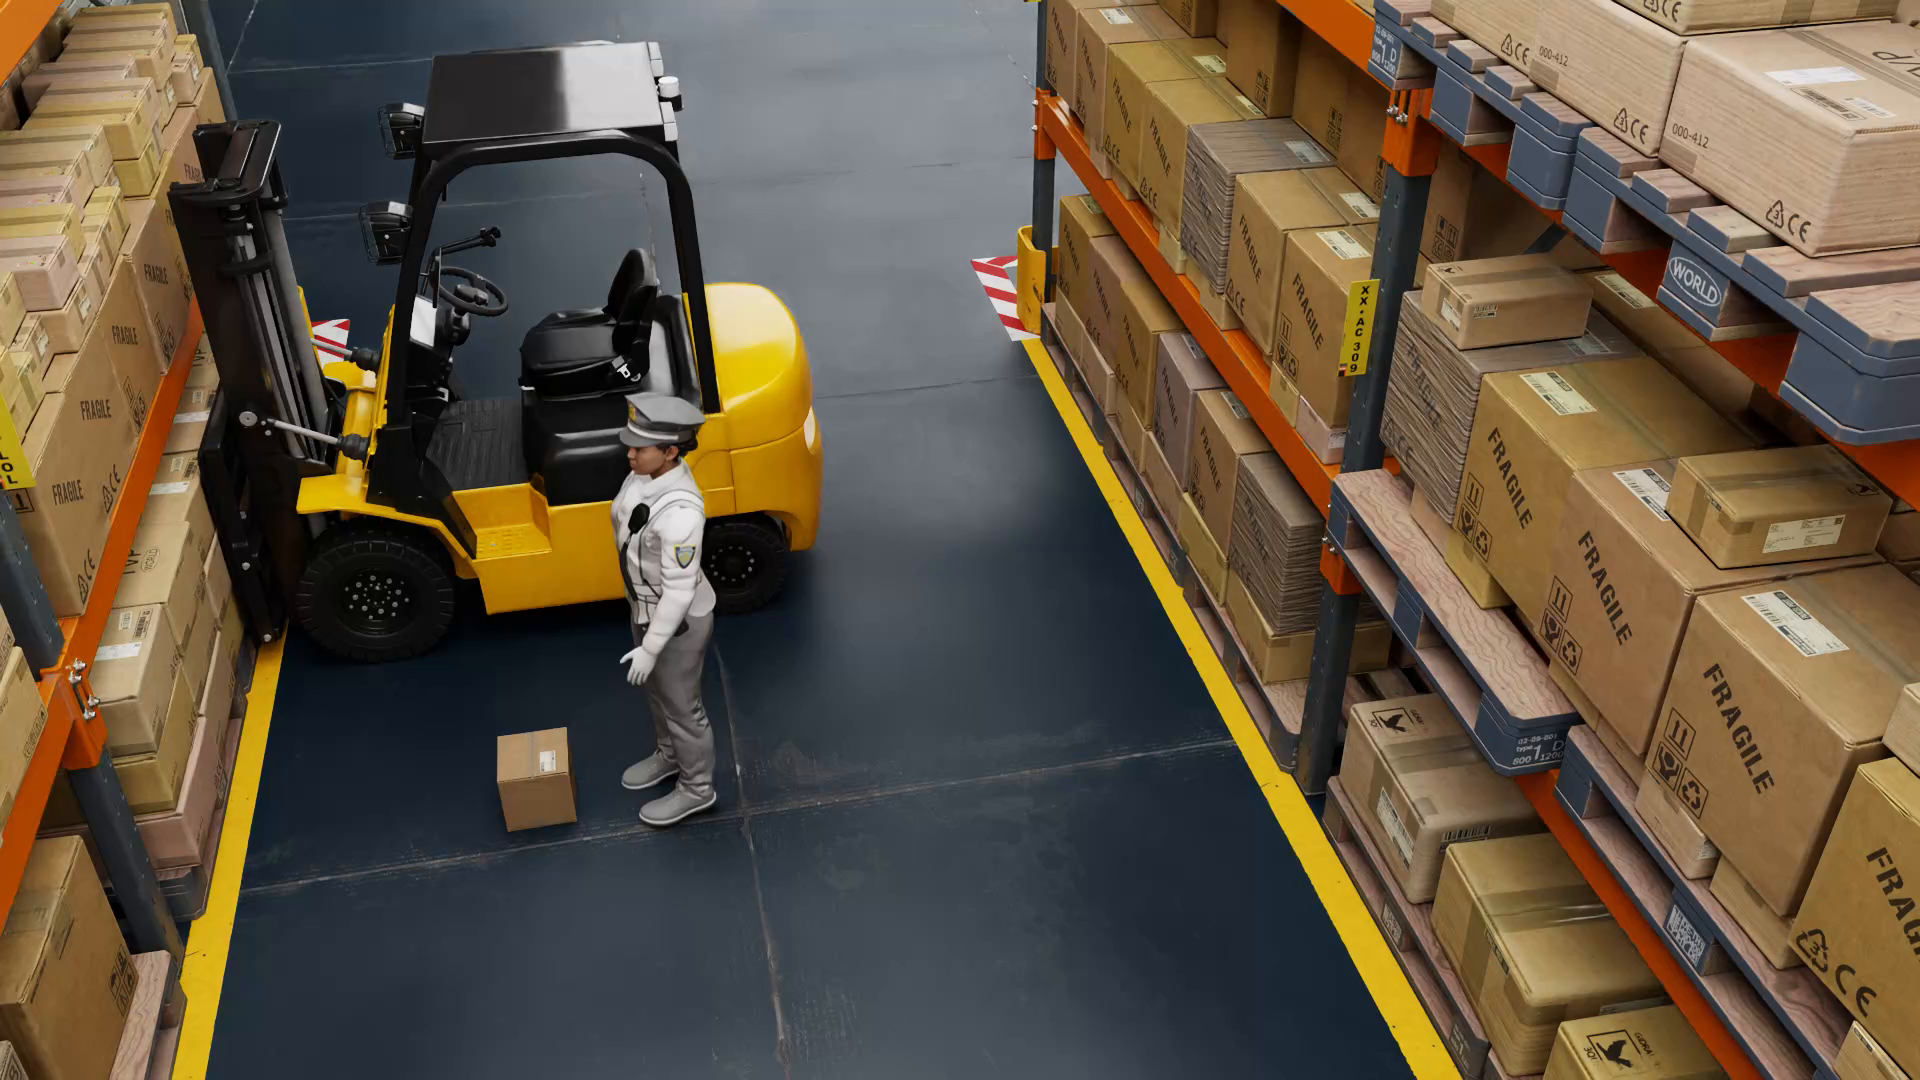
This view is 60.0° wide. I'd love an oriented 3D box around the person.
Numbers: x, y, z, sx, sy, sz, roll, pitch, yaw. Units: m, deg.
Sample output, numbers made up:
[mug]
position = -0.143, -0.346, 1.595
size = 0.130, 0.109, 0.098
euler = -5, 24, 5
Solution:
[person]
position = -1.020, 0.262, 5.709
size = 0.421, 1.713, 0.509
euler = -12, 36, -17
